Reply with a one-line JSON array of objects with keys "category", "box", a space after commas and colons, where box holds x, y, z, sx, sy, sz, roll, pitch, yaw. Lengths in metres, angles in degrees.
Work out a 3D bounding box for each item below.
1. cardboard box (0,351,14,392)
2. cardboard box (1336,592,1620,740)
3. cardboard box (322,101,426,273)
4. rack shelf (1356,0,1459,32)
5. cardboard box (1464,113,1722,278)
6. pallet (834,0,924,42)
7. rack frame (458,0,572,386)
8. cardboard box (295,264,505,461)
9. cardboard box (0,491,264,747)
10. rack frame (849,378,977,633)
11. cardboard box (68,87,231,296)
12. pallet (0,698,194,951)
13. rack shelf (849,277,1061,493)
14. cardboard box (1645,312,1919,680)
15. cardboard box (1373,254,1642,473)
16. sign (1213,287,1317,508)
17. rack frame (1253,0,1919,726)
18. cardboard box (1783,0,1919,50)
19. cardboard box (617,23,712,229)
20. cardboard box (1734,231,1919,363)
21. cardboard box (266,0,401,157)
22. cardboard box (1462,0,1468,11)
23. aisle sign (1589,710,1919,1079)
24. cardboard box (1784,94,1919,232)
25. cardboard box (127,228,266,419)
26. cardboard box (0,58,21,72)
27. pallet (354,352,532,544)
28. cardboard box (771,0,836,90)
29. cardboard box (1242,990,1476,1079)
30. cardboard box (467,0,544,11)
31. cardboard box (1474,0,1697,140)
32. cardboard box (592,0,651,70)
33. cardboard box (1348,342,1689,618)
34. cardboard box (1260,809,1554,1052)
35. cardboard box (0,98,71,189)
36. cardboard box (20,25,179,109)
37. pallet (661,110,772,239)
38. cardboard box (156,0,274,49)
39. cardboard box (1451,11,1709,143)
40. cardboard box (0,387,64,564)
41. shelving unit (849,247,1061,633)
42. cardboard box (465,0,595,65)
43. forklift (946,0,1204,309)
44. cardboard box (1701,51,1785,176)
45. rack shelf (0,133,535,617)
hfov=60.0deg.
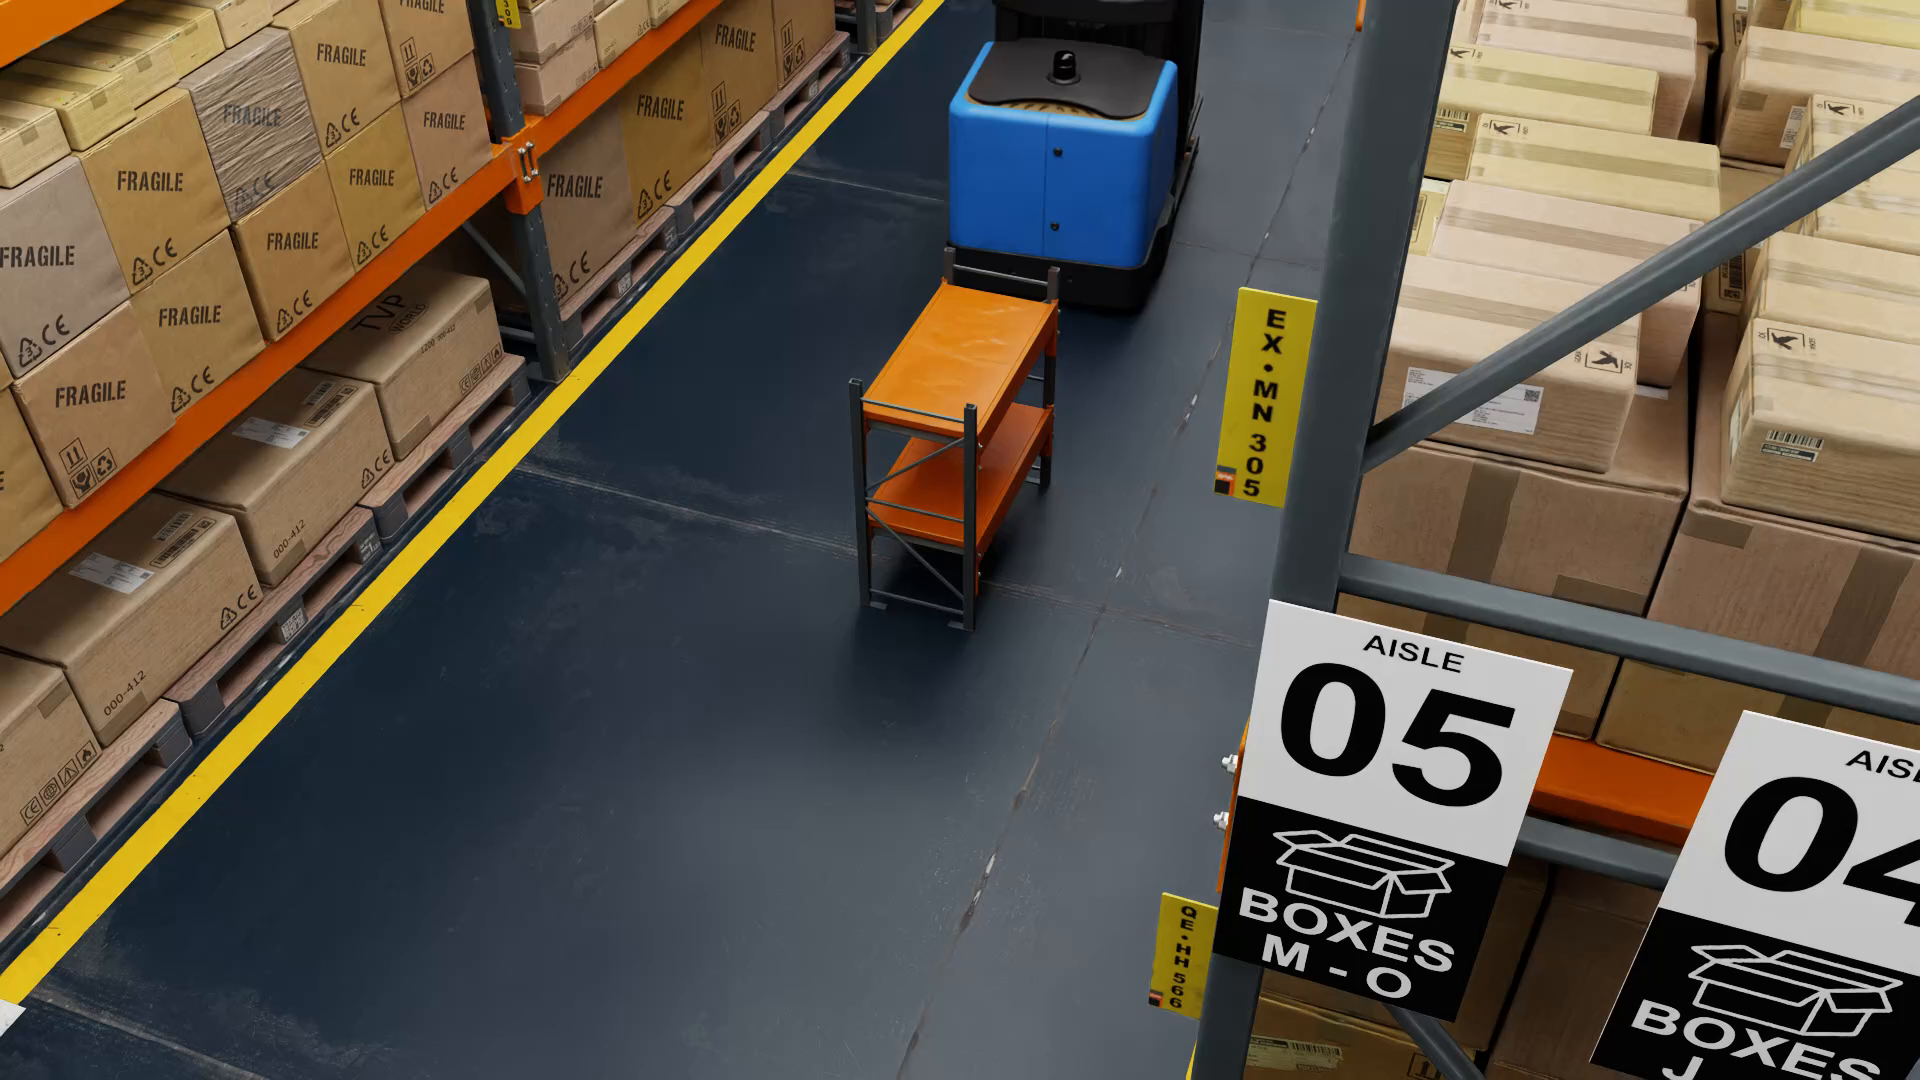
[{"category": "cardboard box", "box": [-3.176, -0.567, 4.756, 0.500, 0.500, 0.500, 12, 42, 14]}, {"category": "cardboard box", "box": [0.815, 0.015, 2.726, 0.500, 0.250, 0.500, 12, 42, 14]}, {"category": "cardboard box", "box": [-2.499, -1.425, 6.532, 0.500, 0.500, 0.500, 12, 42, 14]}, {"category": "rack shelf", "box": [1.592, -1.792, 2.974, 1.077, 0.370, 4.000, 13, 42, 15]}, {"category": "cardboard box", "box": [1.009, -0.544, 2.689, 0.380, 0.149, 0.250, 12, 42, 14]}, {"category": "pallet", "box": [-0.774, -3.897, 11.655, 1.003, 0.211, 1.213, 13, 42, 15]}, {"category": "rack frame", "box": [-2.410, -2.042, 7.332, 1.000, 3.000, 0.127, 13, 42, 15]}, {"category": "cardboard box", "box": [-2.726, -0.868, 7.607, 0.875, 0.438, 0.875, 13, 42, 14]}, {"category": "cardboard box", "box": [-3.341, 0.228, 6.322, 0.875, 0.438, 0.875, 14, 43, 16]}, {"category": "rack frame", "box": [-0.176, -0.114, 6.517, 0.500, 1.125, 0.032, 13, 42, 15]}, {"category": "cardboard box", "box": [-2.838, -1.187, 5.483, 0.500, 0.500, 0.500, 13, 42, 15]}, {"category": "pallet", "box": [-3.578, 0.954, 5.970, 1.003, 0.211, 1.213, 13, 42, 15]}, {"category": "rack shelf", "box": [-0.002, -0.646, 6.690, 0.538, 0.278, 1.000, 13, 42, 15]}, {"category": "cardboard box", "box": [1.306, -0.056, 2.423, 0.500, 0.250, 0.500, 14, 42, 16]}, {"category": "cardboard box", "box": [0.746, -0.259, 2.355, 0.380, 0.149, 0.250, 13, 42, 15]}, {"category": "sign", "box": [0.393, -0.179, 2.155, 0.100, 0.325, 0.005, 13, 42, 15]}, {"category": "rack frame", "box": [0.908, -0.847, 1.310, 1.000, 3.000, 0.127, 13, 42, 15]}, {"category": "cardboard box", "box": [1.750, -0.907, 3.115, 0.380, 0.149, 0.250, 15, 43, 16]}, {"category": "cardboard box", "box": [-1.972, -2.342, 8.997, 0.875, 0.875, 0.875, 14, 43, 16]}, {"category": "cardboard box", "box": [1.337, -0.290, 2.390, 0.380, 0.149, 0.250, 15, 43, 17]}, {"category": "cardboard box", "box": [-2.493, -1.804, 6.205, 0.500, 0.500, 0.500, 13, 42, 14]}, {"category": "cardboard box", "box": [1.526, -1.432, 4.037, 0.500, 0.250, 0.500, 14, 42, 16]}, {"category": "aisle sign", "box": [1.165, 0.557, 2.283, 0.394, 0.787, 0.004, 13, 42, 15]}, {"category": "cardboard box", "box": [1.582, -0.587, 2.739, 0.380, 0.149, 0.250, 14, 42, 16]}, {"category": "cardboard box", "box": [-2.851, -0.799, 5.799, 0.500, 0.500, 0.500, 15, 43, 17]}, {"category": "cardboard box", "box": [-3.301, -1.647, 5.523, 0.380, 0.149, 0.250, 13, 42, 15]}, {"category": "pallet", "box": [-2.744, -0.535, 7.714, 1.003, 0.211, 1.213, 13, 42, 15]}, {"category": "cardboard box", "box": [-1.357, -3.430, 10.273, 0.875, 0.875, 0.875, 13, 42, 15]}, {"category": "cardboard box", "box": [0.820, 0.952, 3.516, 0.500, 0.500, 0.500, 14, 42, 16]}, {"category": "cardboard box", "box": [-1.990, -2.665, 7.215, 0.500, 0.500, 0.500, 14, 42, 16]}, {"category": "cardboard box", "box": [1.141, -0.871, 3.072, 0.380, 0.149, 0.250, 12, 42, 14]}, {"category": "cardboard box", "box": [-1.836, -2.511, 7.997, 0.500, 0.250, 0.500, 12, 42, 14]}, {"category": "cardboard box", "box": [0.827, -0.177, 2.565, 0.500, 0.250, 0.500, 12, 42, 14]}, {"category": "cardboard box", "box": [0.831, 0.569, 3.195, 0.500, 0.500, 0.500, 12, 42, 14]}, {"category": "cardboard box", "box": [-2.939, -1.210, 5.011, 0.380, 0.149, 0.250, 14, 42, 15]}, {"category": "cardboard box", "box": [-2.783, -1.530, 5.385, 0.380, 0.149, 0.250, 13, 42, 15]}, {"category": "pallet", "box": [-1.802, -2.215, 9.684, 1.003, 0.211, 1.213, 13, 42, 15]}, {"category": "cardboard box", "box": [-2.625, -1.843, 5.752, 0.380, 0.149, 0.250, 13, 42, 15]}, {"category": "cardboard box", "box": [1.178, -0.801, 3.297, 0.500, 0.250, 0.500, 14, 42, 16]}, {"category": "cardboard box", "box": [-3.197, -0.184, 5.078, 0.500, 0.500, 0.500, 13, 42, 14]}, {"category": "shelving unit", "box": [-0.002, -0.424, 6.880, 0.538, 1.125, 1.048, 13, 42, 15]}, {"category": "cardboard box", "box": [-1.995, -2.381, 7.460, 0.500, 0.250, 0.500, 12, 42, 14]}, {"category": "forklift", "box": [0.792, -3.264, 8.817, 1.130, 2.935, 3.031, 9, 41, 11]}, {"category": "cardboard box", "box": [1.664, -0.674, 3.148, 0.500, 0.250, 0.500, 14, 42, 16]}, {"category": "rack shelf", "box": [-3.094, -0.548, 6.136, 1.077, 0.370, 4.000, 13, 42, 15]}]
